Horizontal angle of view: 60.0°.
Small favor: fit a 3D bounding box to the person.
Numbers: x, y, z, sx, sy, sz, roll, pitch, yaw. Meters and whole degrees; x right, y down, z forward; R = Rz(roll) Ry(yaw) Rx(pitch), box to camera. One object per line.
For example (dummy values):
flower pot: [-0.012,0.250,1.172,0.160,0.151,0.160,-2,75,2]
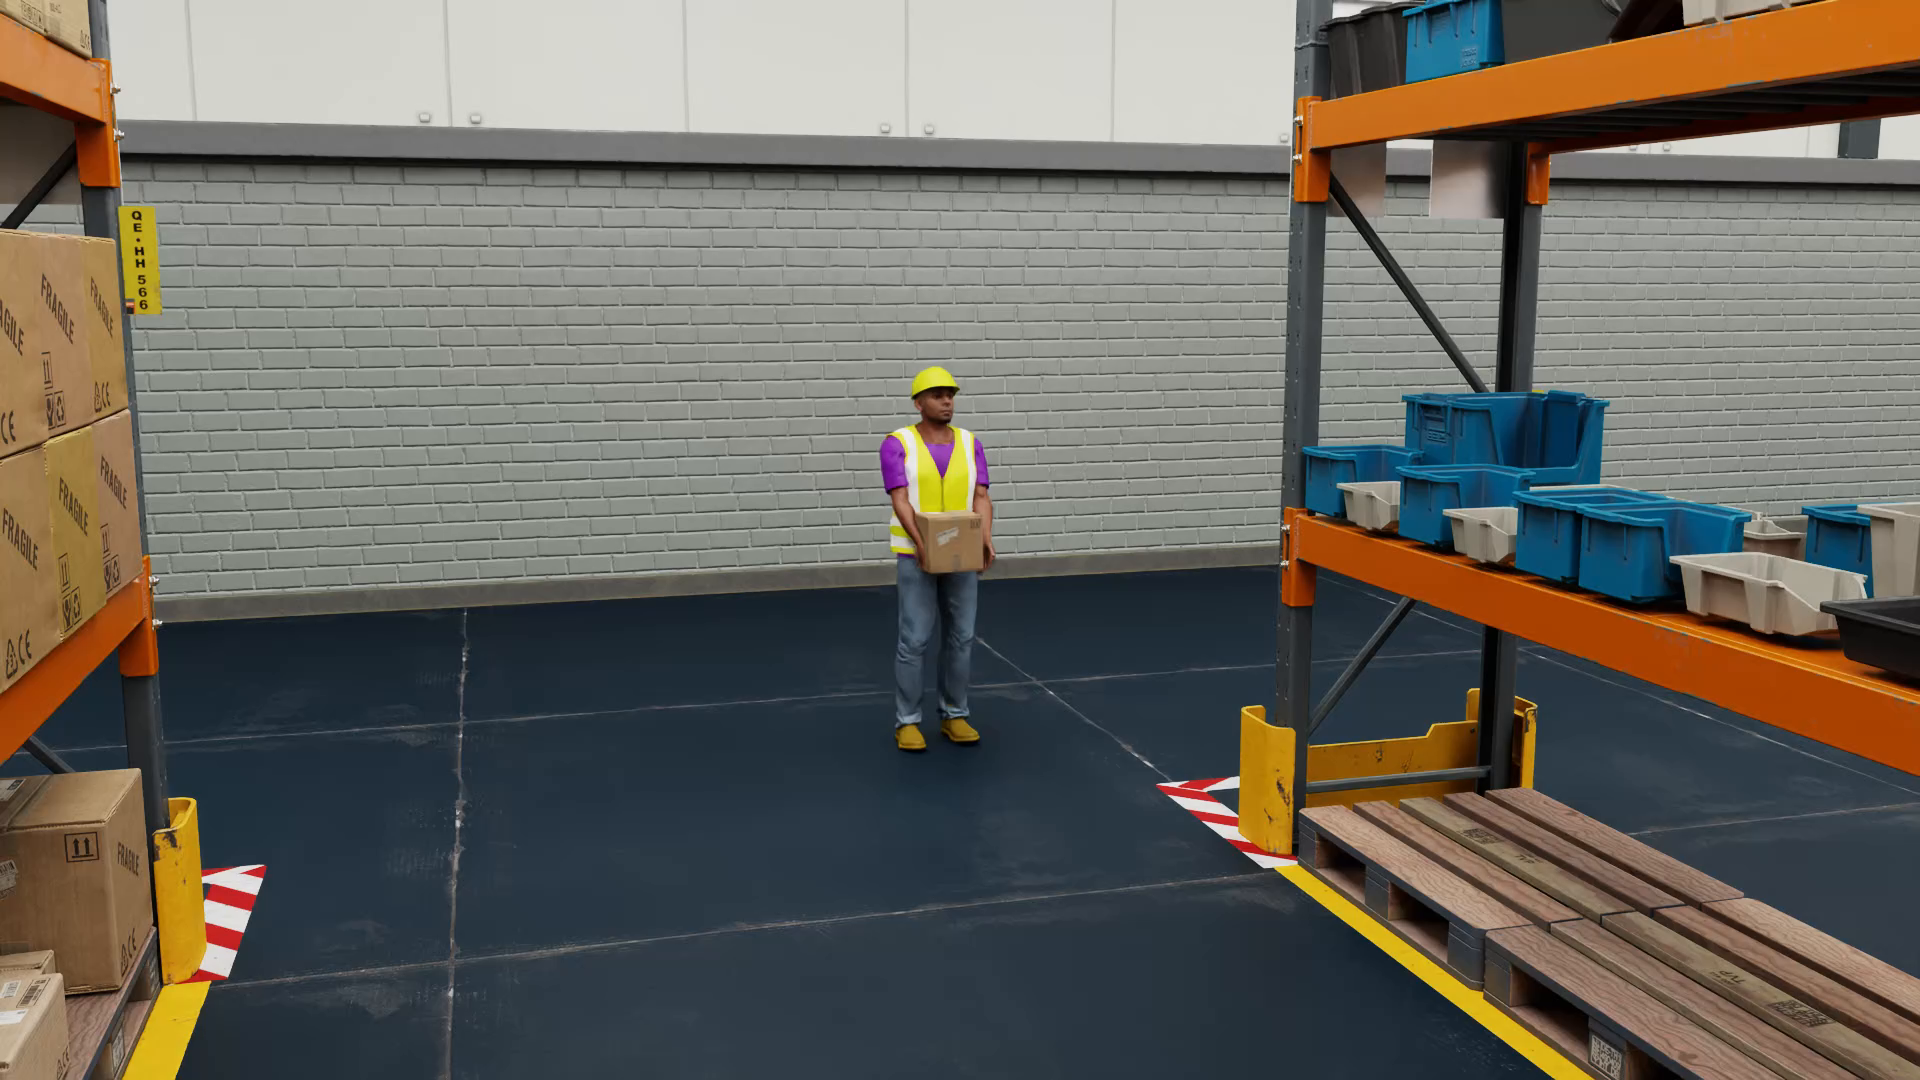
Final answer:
person: [-0.106,0.072,7.771,0.479,1.773,0.614,7,11,36]
